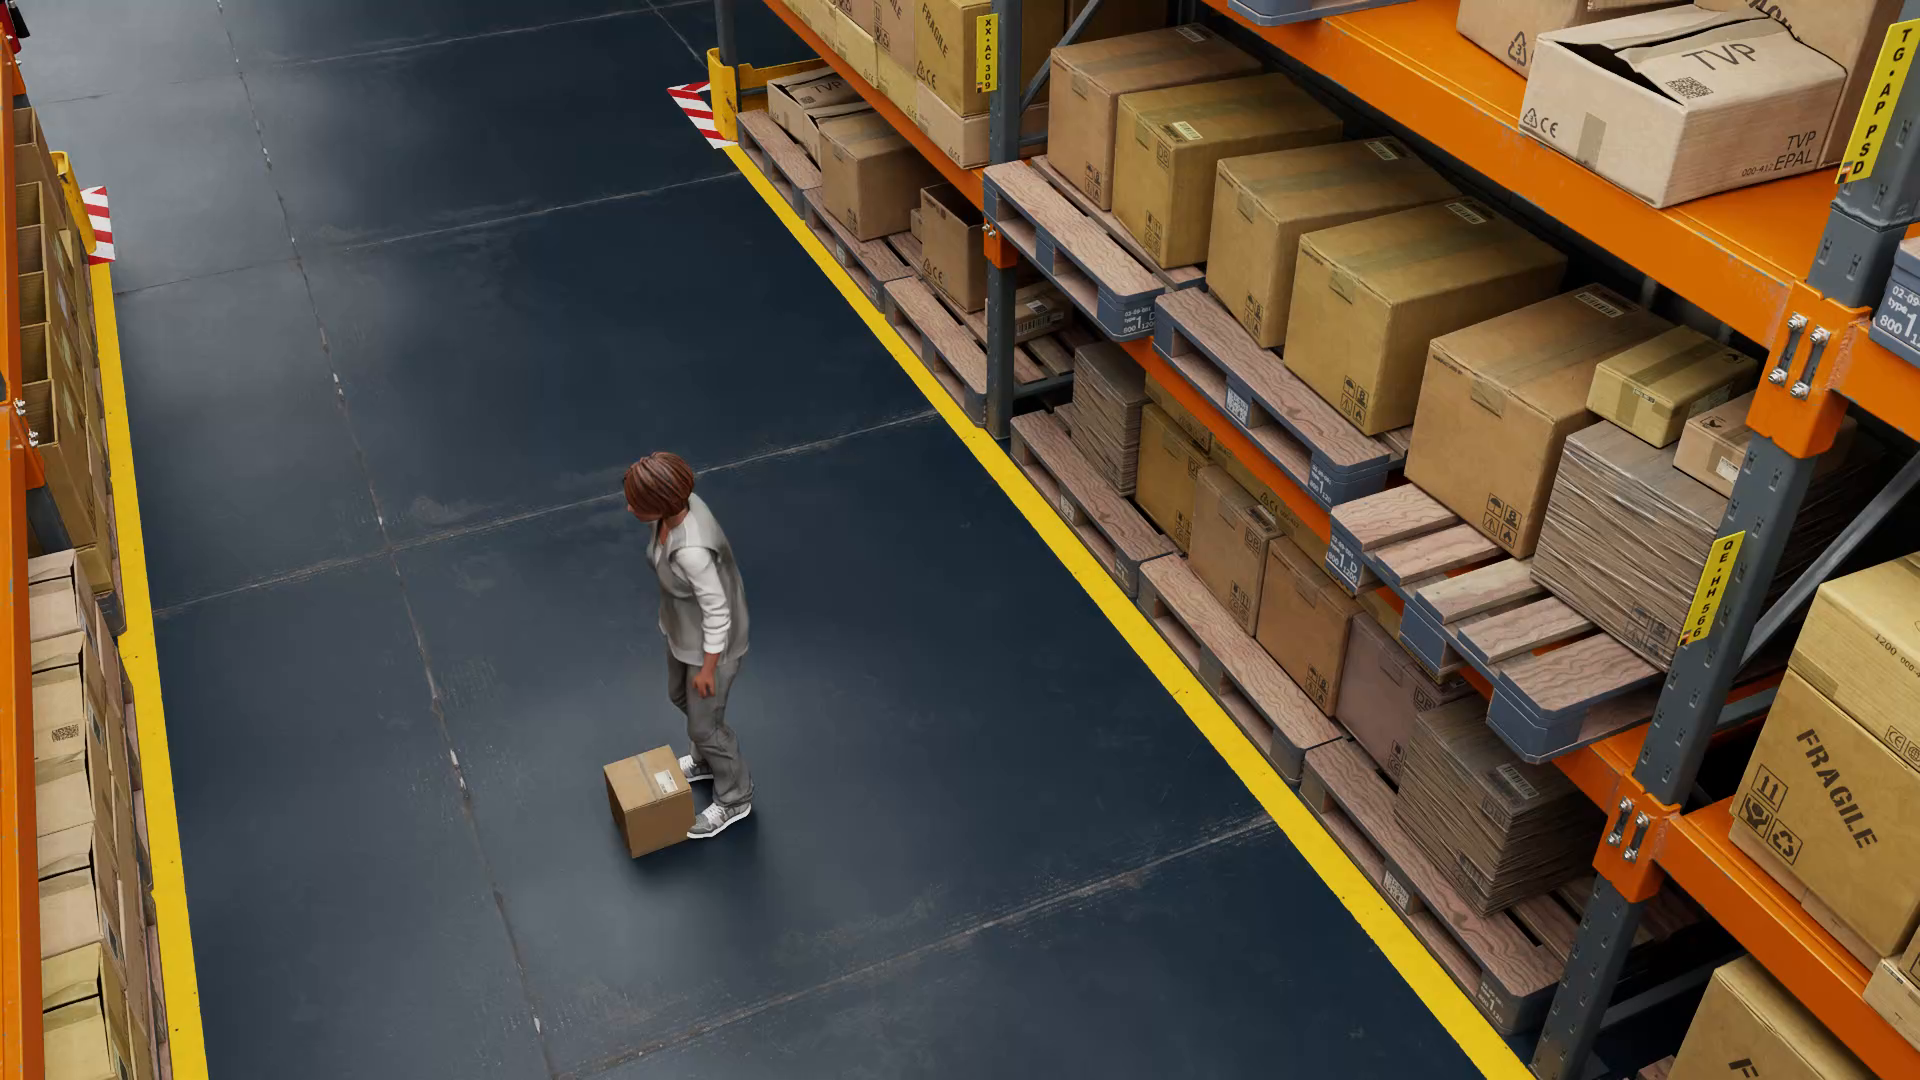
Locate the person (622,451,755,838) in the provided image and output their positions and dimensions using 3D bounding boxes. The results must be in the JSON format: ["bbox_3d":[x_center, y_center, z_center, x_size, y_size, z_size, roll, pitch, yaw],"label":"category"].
[{"bbox_3d":[-0.906,0.346,5.714,0.347,1.593,0.459,-16,41,-19],"label":"person"}]
